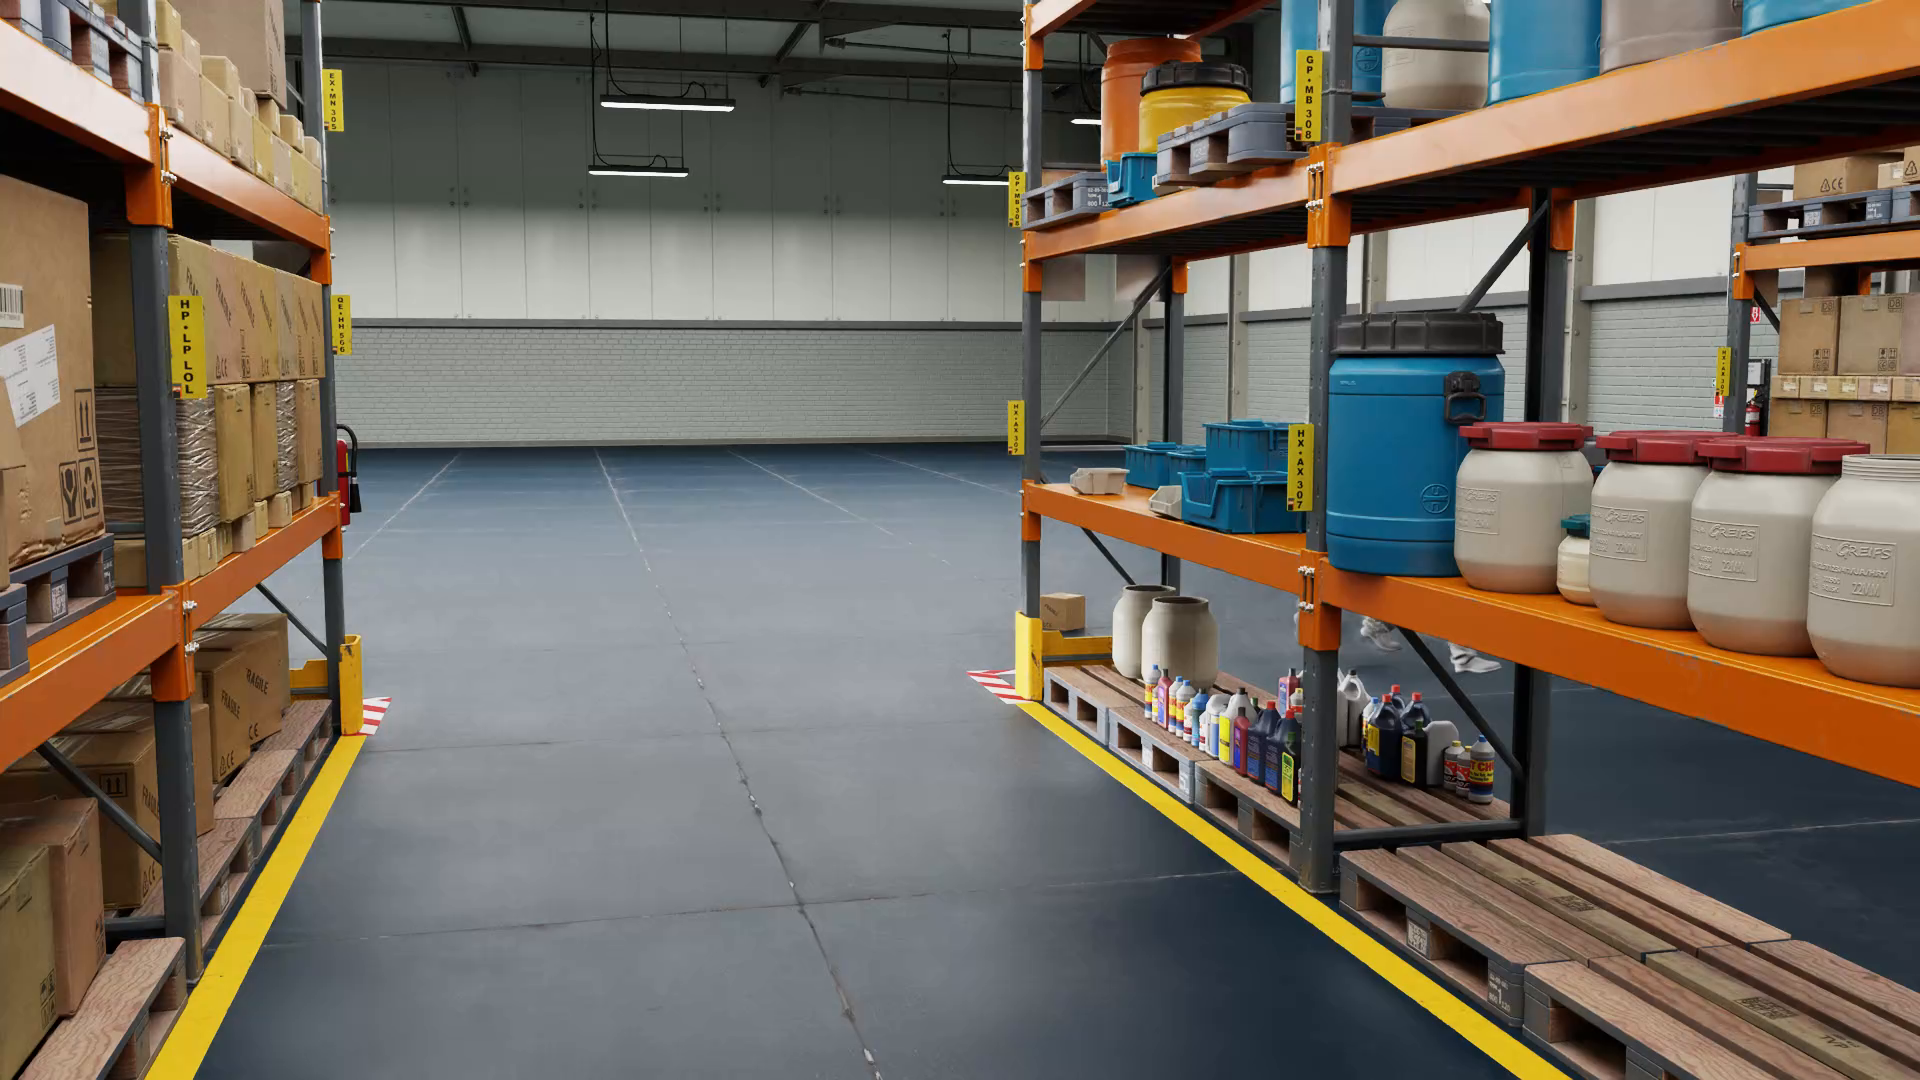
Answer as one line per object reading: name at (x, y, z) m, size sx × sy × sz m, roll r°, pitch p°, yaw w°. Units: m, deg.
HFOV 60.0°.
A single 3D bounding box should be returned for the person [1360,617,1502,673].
person at (3.118, -0.016, 10.976) m, size 0.982 × 1.736 × 0.532 m, roll 3°, pitch 7°, yaw 29°
